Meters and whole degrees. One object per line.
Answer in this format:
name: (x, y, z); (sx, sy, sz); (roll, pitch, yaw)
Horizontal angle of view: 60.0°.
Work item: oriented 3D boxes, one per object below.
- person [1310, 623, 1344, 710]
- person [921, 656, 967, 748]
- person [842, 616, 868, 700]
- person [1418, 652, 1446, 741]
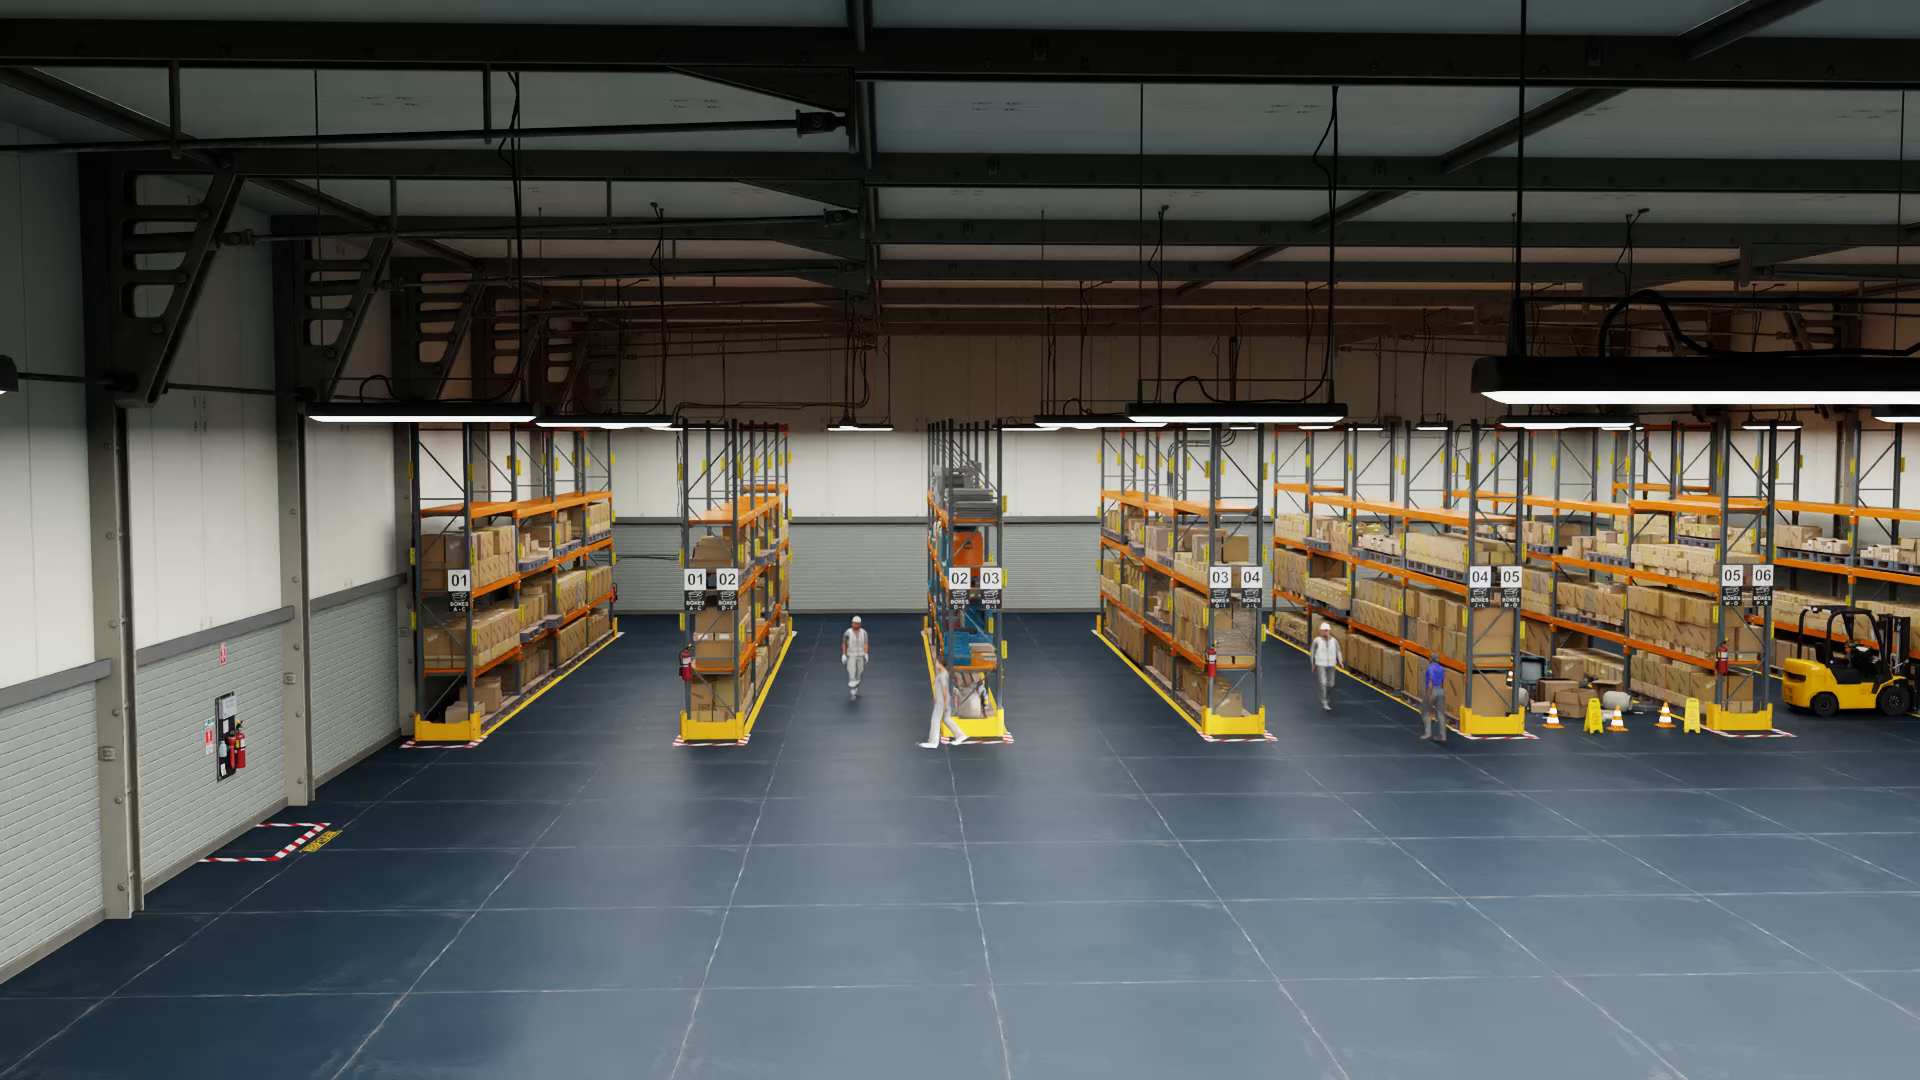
person: (7.651, 2.614, 34.741); (0.617, 1.768, 0.821); (0, 4, -4)
person: (-0.289, 2.945, 30.321); (0.810, 1.656, 0.435); (0, 4, 7)
person: (-2.237, 2.530, 35.957); (0.552, 1.765, 0.871); (-2, 4, -25)
person: (8.870, 2.949, 30.976); (0.465, 1.677, 0.556); (-1, 4, -21)
